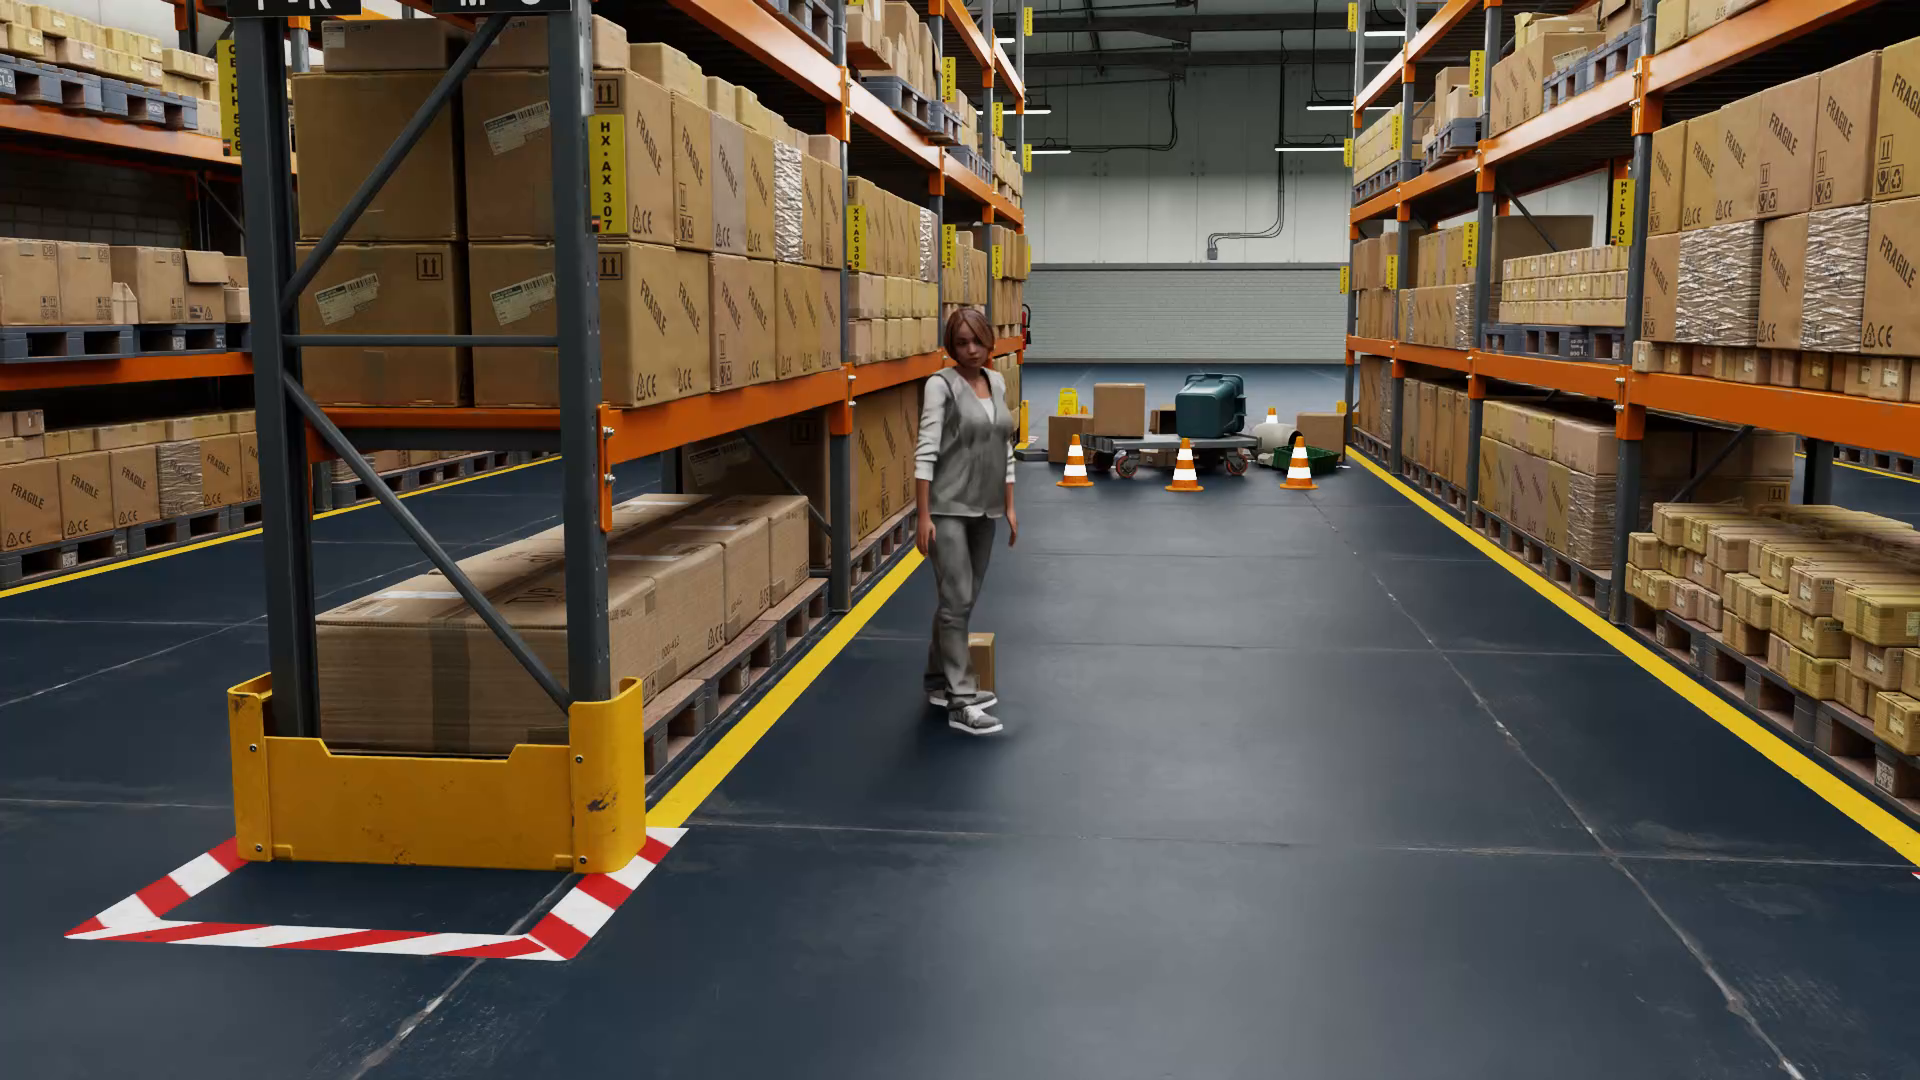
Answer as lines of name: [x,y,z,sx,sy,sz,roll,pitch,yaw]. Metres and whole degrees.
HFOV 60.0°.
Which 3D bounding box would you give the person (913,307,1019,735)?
person: [0.032,-0.087,6.323,0.530,1.584,0.496,7,10,42]
